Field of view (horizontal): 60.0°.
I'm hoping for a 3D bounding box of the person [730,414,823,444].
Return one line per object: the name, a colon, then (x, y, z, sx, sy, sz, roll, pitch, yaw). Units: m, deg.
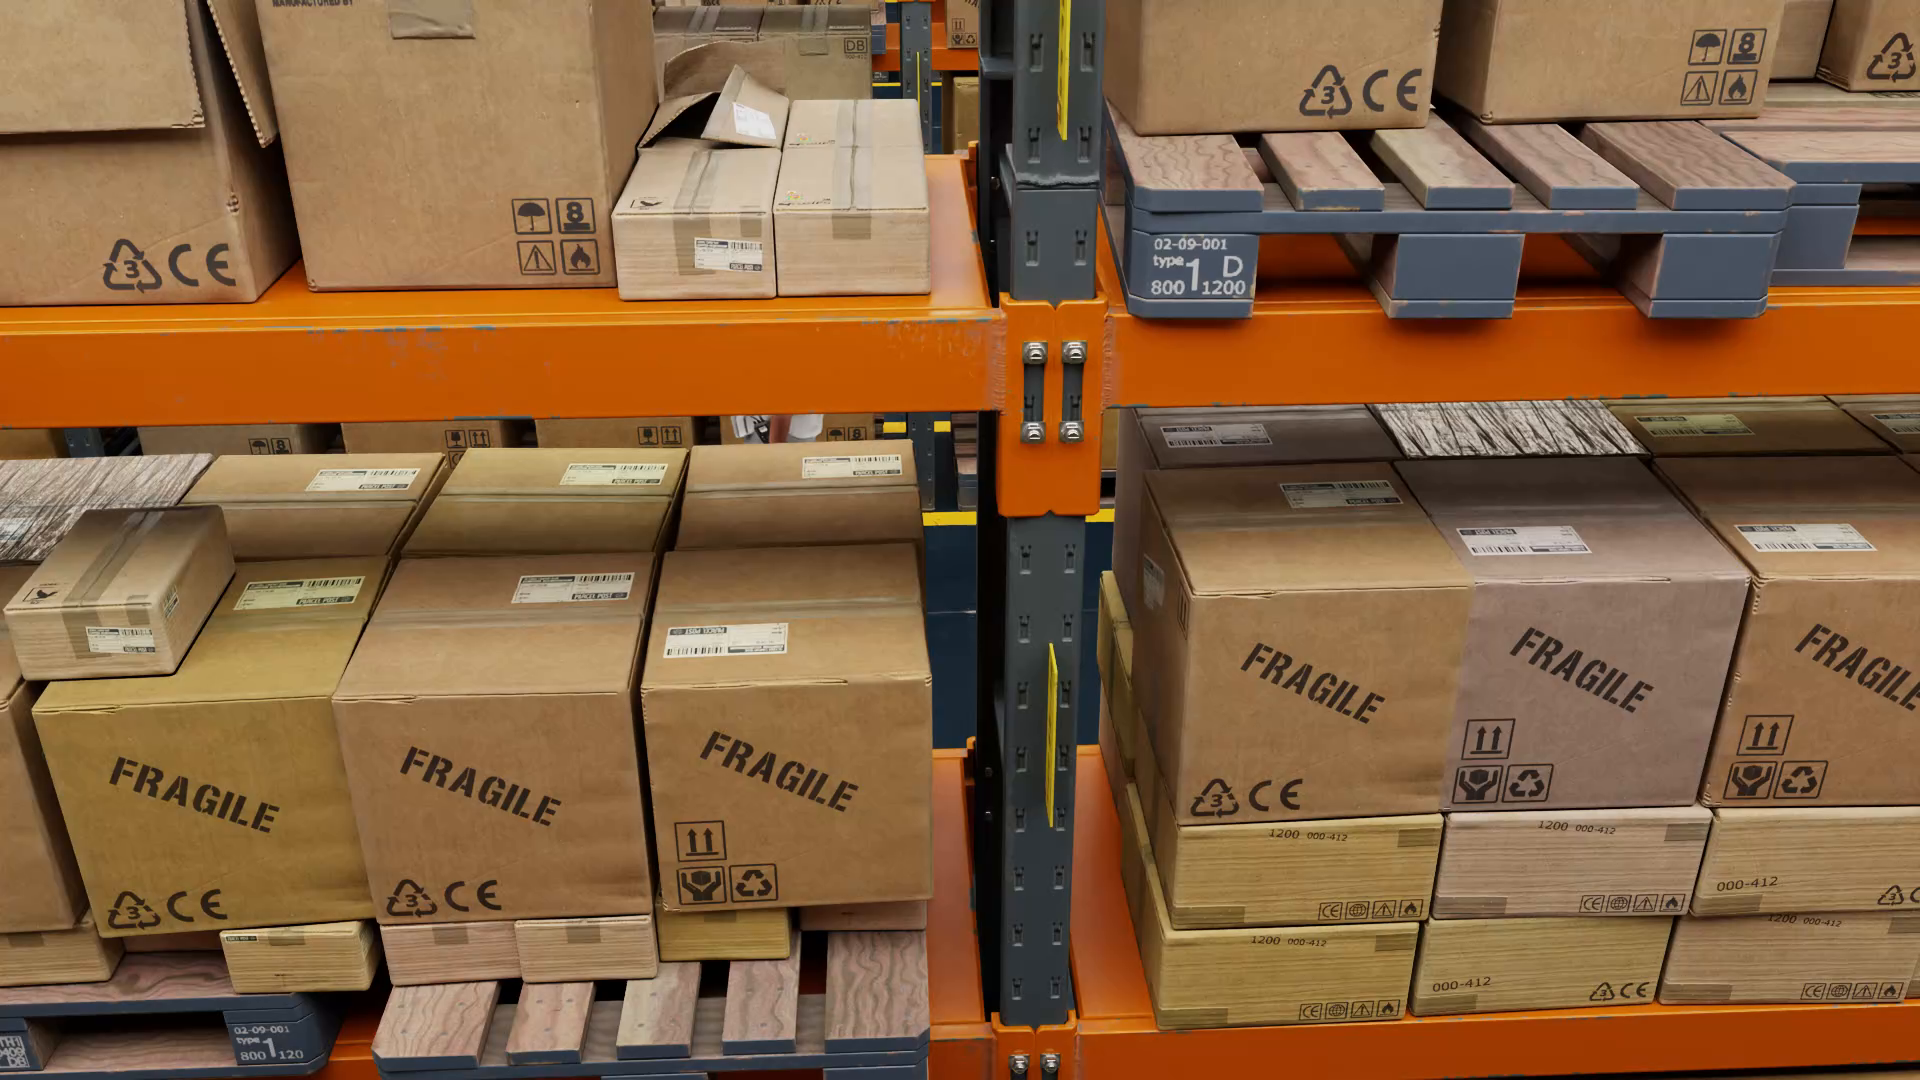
person: (-0.773, -0.462, 6.997, 0.394, 1.761, 0.527, -1, 27, -1)
